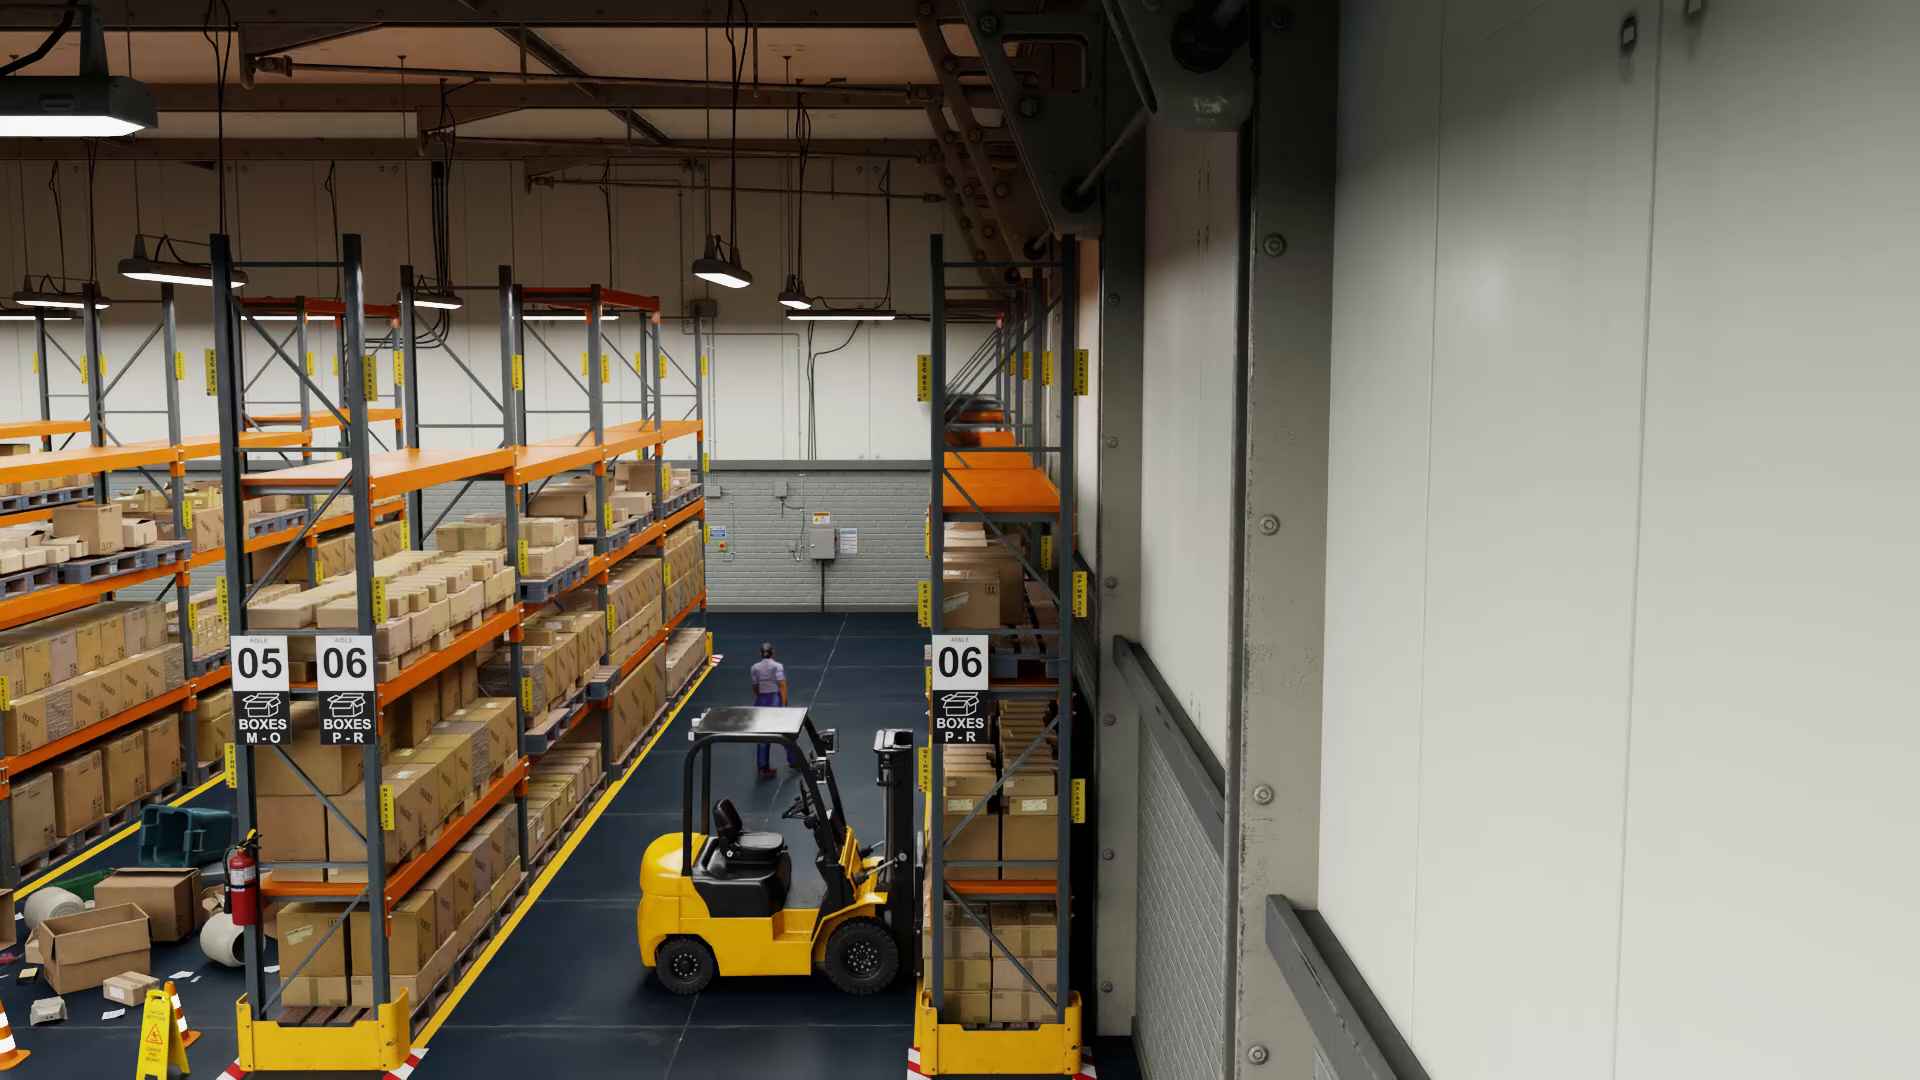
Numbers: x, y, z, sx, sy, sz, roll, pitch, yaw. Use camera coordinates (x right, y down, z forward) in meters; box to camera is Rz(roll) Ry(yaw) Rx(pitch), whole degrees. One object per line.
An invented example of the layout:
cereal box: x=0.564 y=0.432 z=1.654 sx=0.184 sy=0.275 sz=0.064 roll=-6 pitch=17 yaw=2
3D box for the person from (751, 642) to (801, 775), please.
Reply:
person: x=-2.295 y=2.157 z=20.589 sx=0.646 sy=1.549 sz=0.716 roll=2 pitch=7 yaw=17
